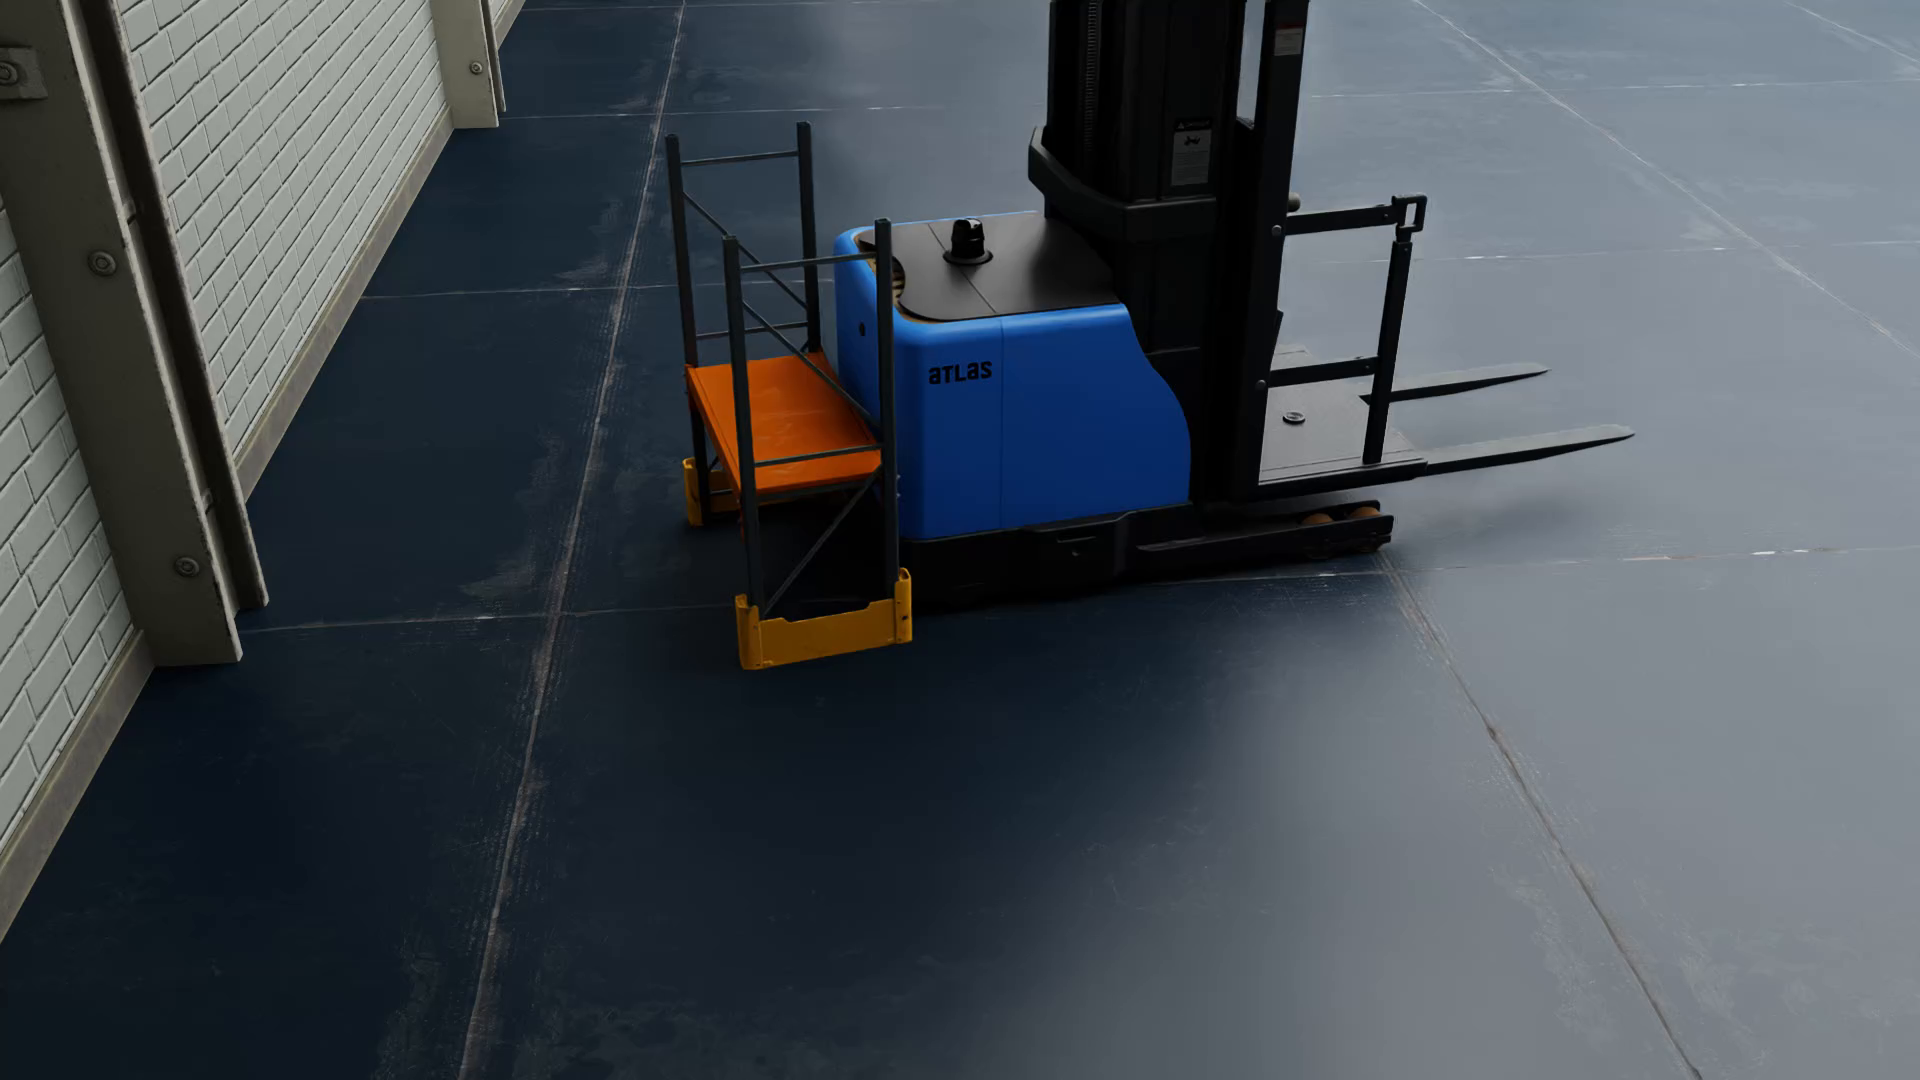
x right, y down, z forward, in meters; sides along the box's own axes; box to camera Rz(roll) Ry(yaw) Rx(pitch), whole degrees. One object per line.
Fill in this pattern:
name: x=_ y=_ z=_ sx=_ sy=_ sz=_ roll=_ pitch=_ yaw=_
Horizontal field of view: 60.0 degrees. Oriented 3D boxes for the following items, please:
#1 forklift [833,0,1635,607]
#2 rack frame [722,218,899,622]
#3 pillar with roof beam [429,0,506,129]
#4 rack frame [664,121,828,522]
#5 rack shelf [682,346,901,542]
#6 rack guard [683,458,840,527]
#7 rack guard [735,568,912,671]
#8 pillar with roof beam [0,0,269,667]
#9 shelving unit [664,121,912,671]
forklift: x=1.101 y=-1.439 z=5.801 sx=3.031 sy=2.935 sz=1.130 roll=-8 pitch=32 yaw=-13
rack frame: x=-0.445 y=-0.263 z=5.228 sx=0.500 sy=1.500 sz=0.032 roll=-9 pitch=32 yaw=-15
pillar with roof beam: x=1.139 y=-6.818 z=8.889 sx=9.100 sy=9.000 sz=0.400 roll=-3 pitch=31 yaw=-5
rack frame: x=-0.757 y=-0.759 z=6.058 sx=0.500 sy=1.500 sz=0.032 roll=-9 pitch=32 yaw=-15
rack shelf: x=-0.601 y=-0.357 z=5.735 sx=0.538 sy=0.185 sz=1.000 roll=-9 pitch=32 yaw=-15
rack guard: x=-0.757 y=-0.222 z=6.378 sx=0.587 sy=0.250 sz=0.087 roll=-9 pitch=32 yaw=-15
rack guard: x=-0.451 y=0.264 z=5.564 sx=0.587 sy=0.250 sz=0.087 roll=-9 pitch=32 yaw=-15
pillar with roof beam: x=1.699 y=-3.754 z=3.760 sx=9.100 sy=9.000 sz=0.400 roll=-3 pitch=31 yaw=-5
shelving unit: x=-0.604 y=-0.516 z=5.651 sx=0.587 sy=1.500 sz=1.083 roll=-9 pitch=32 yaw=-15
